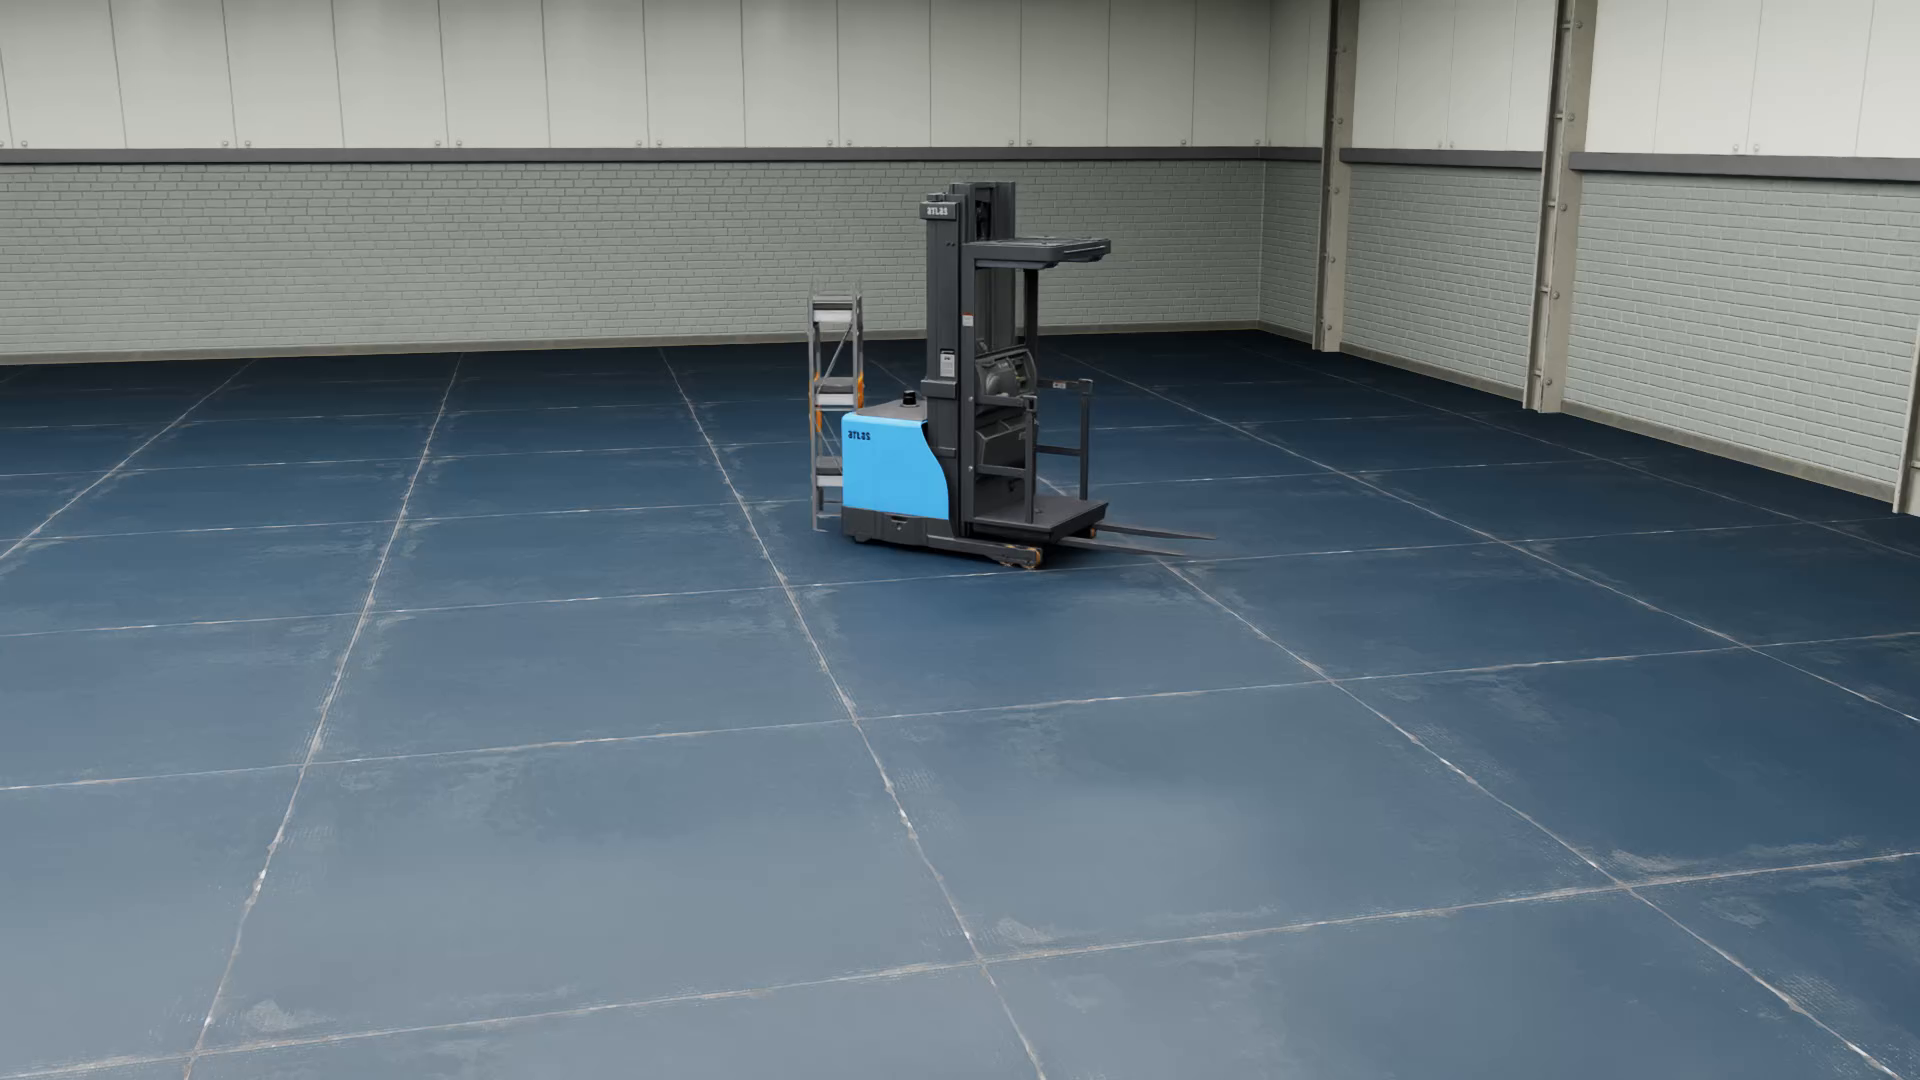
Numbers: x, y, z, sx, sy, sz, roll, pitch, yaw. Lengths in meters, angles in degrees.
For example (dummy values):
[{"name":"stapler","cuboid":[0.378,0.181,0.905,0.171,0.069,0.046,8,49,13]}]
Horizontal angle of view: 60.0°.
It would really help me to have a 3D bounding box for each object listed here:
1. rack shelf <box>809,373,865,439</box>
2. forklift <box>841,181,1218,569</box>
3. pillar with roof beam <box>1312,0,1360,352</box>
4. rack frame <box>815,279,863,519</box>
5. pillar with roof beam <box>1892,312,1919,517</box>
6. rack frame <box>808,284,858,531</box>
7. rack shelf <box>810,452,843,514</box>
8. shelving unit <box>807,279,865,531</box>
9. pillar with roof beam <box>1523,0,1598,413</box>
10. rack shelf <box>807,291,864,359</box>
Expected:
[{"name":"rack shelf","cuboid":[-1.048,-1.140,14.225,0.431,0.518,0.480,0,14,2]},{"name":"forklift","cuboid":[0.551,-1.338,13.228,3.031,2.935,1.130,8,16,29]},{"name":"pillar with roof beam","cuboid":[1.578,-7.116,24.094,9.100,9.000,0.400,-3,14,-13]},{"name":"rack frame","cuboid":[-1.041,-1.211,14.459,0.400,2.100,0.015,0,14,2]},{"name":"pillar with roof beam","cuboid":[4.396,-4.348,12.763,9.100,9.000,0.400,-3,14,-13]},{"name":"rack frame","cuboid":[-1.056,-1.096,13.985,0.400,2.100,0.015,0,14,2]},{"name":"rack shelf","cuboid":[-1.048,-0.460,14.391,0.431,0.518,0.480,0,14,2]},{"name":"shelving unit","cuboid":[-1.048,-1.153,14.222,0.431,2.100,0.503,0,14,2]},{"name":"pillar with roof beam","cuboid":[2.987,-5.732,18.429,9.100,9.000,0.400,-3,14,-13]},{"name":"rack shelf","cuboid":[-1.049,-1.820,14.059,0.431,0.518,0.480,0,14,2]}]
